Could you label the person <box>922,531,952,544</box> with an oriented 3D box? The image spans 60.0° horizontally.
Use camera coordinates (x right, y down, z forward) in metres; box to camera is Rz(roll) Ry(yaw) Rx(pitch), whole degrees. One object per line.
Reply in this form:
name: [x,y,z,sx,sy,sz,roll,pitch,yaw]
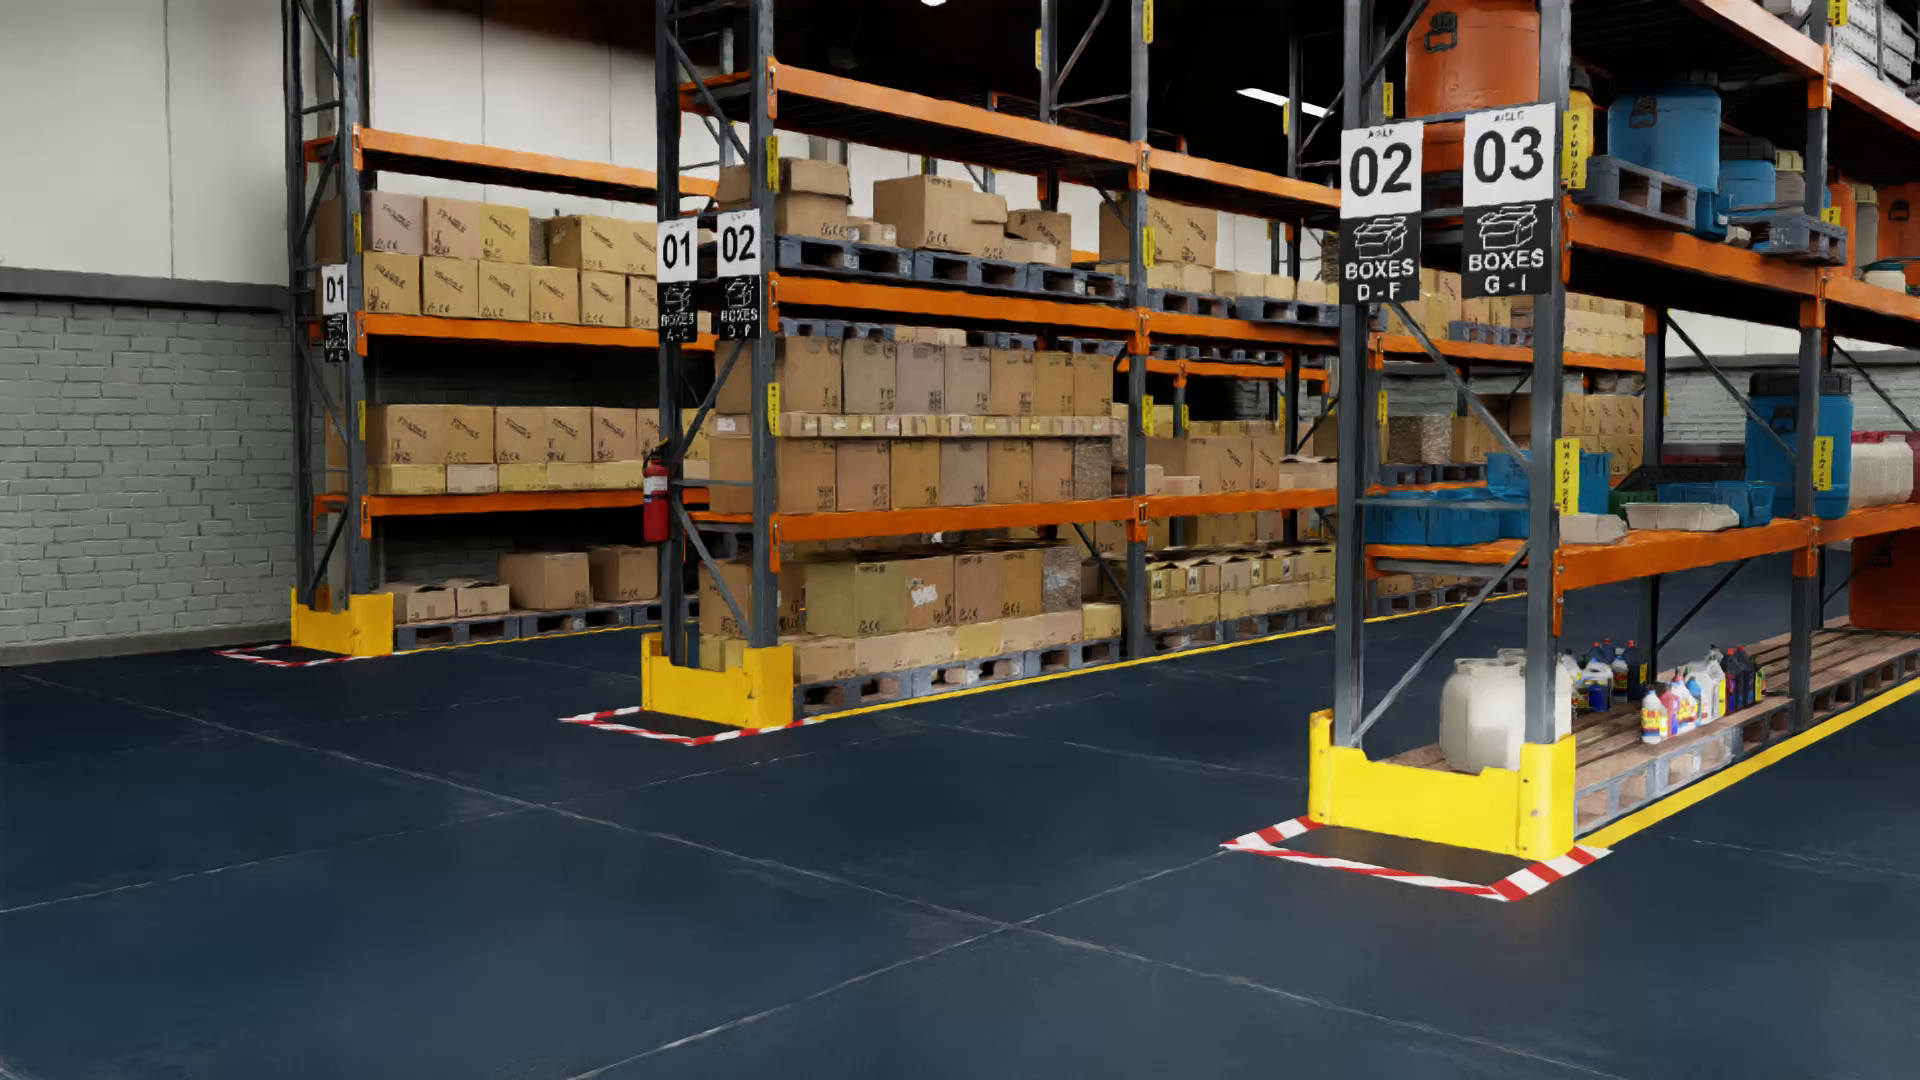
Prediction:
person: [-0.170,-0.072,16.478,0.581,1.669,0.556,-1,4,-16]
